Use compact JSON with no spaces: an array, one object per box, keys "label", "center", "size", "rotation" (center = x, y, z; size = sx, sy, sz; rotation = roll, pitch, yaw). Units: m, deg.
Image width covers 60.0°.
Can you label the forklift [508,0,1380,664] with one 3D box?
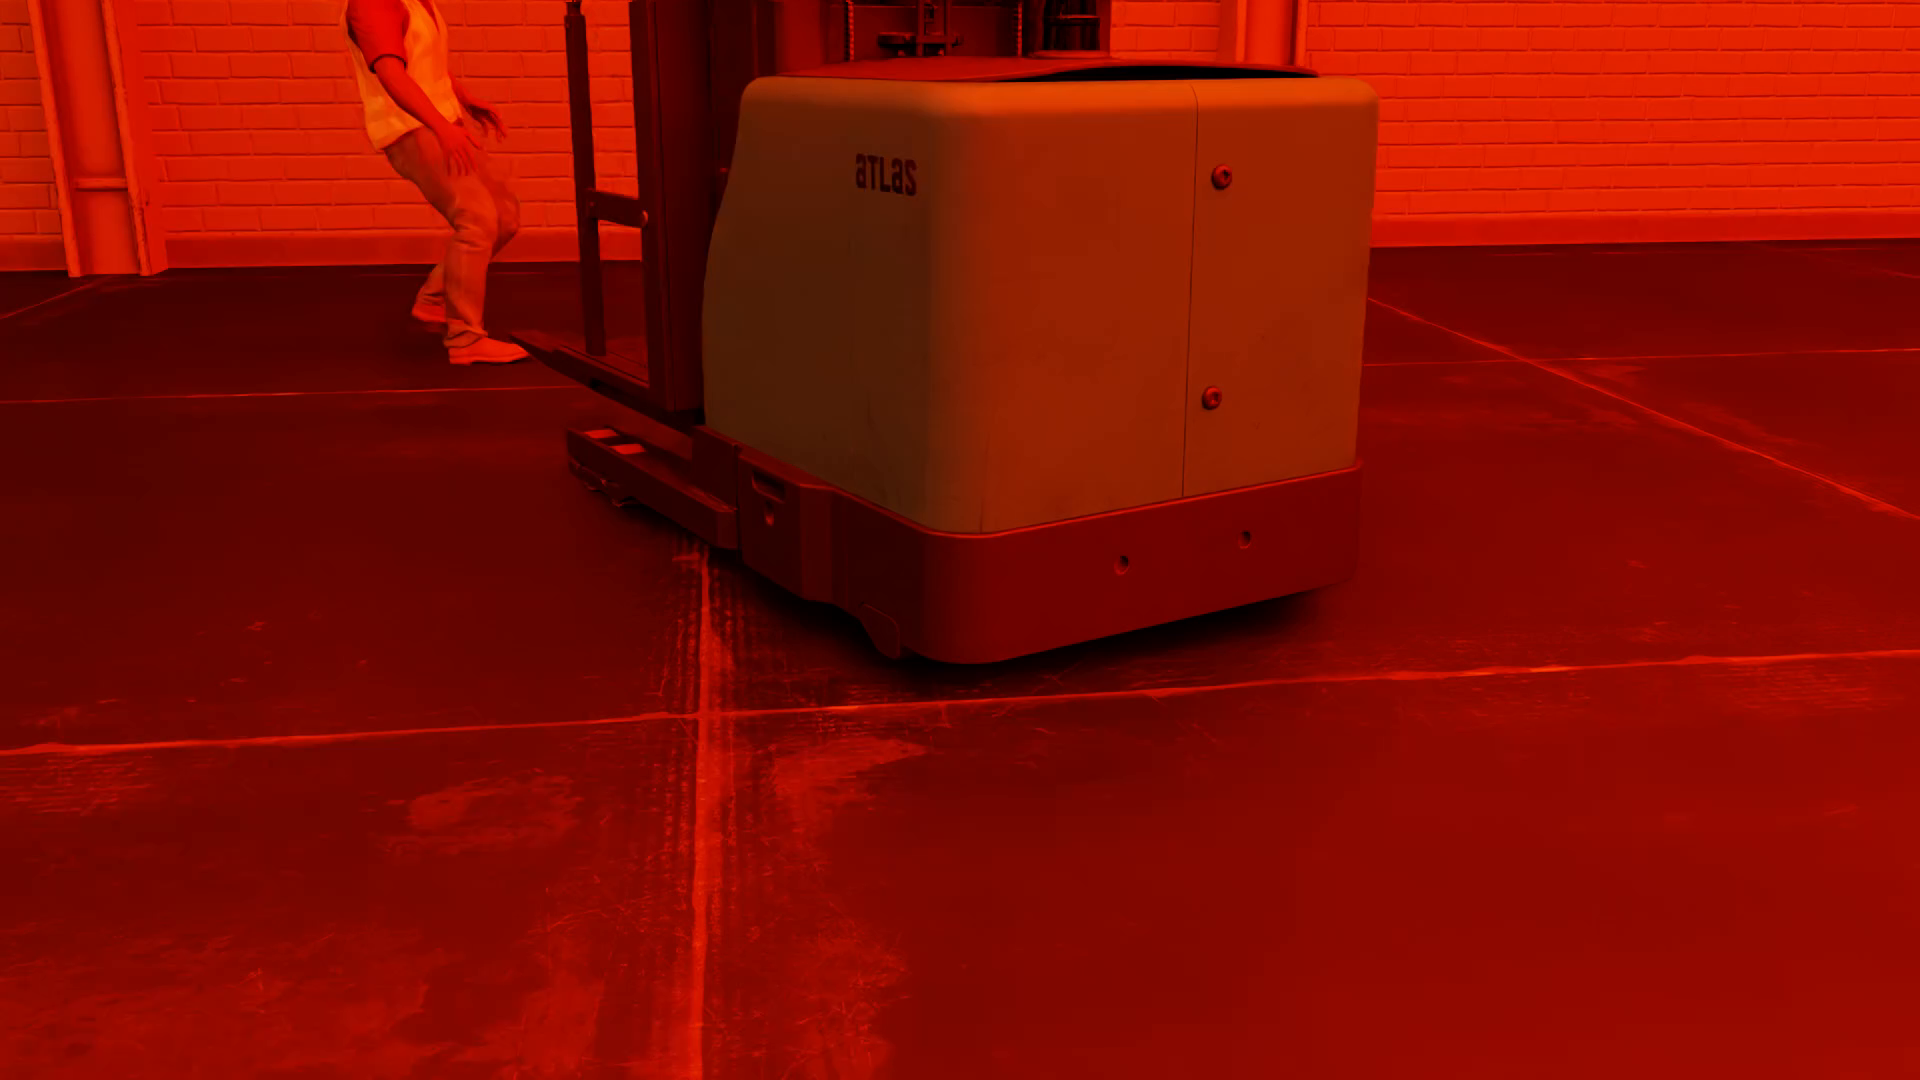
[{"label":"forklift","center":[-0.383,-1.549,4.028],"size":[1.130,2.935,3.031],"rotation":[-10,20,-31]}]

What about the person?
[{"label":"person","center":[-1.894,-1.508,6.093],"size":[0.628,1.670,0.844],"rotation":[-1,17,-3]}]
